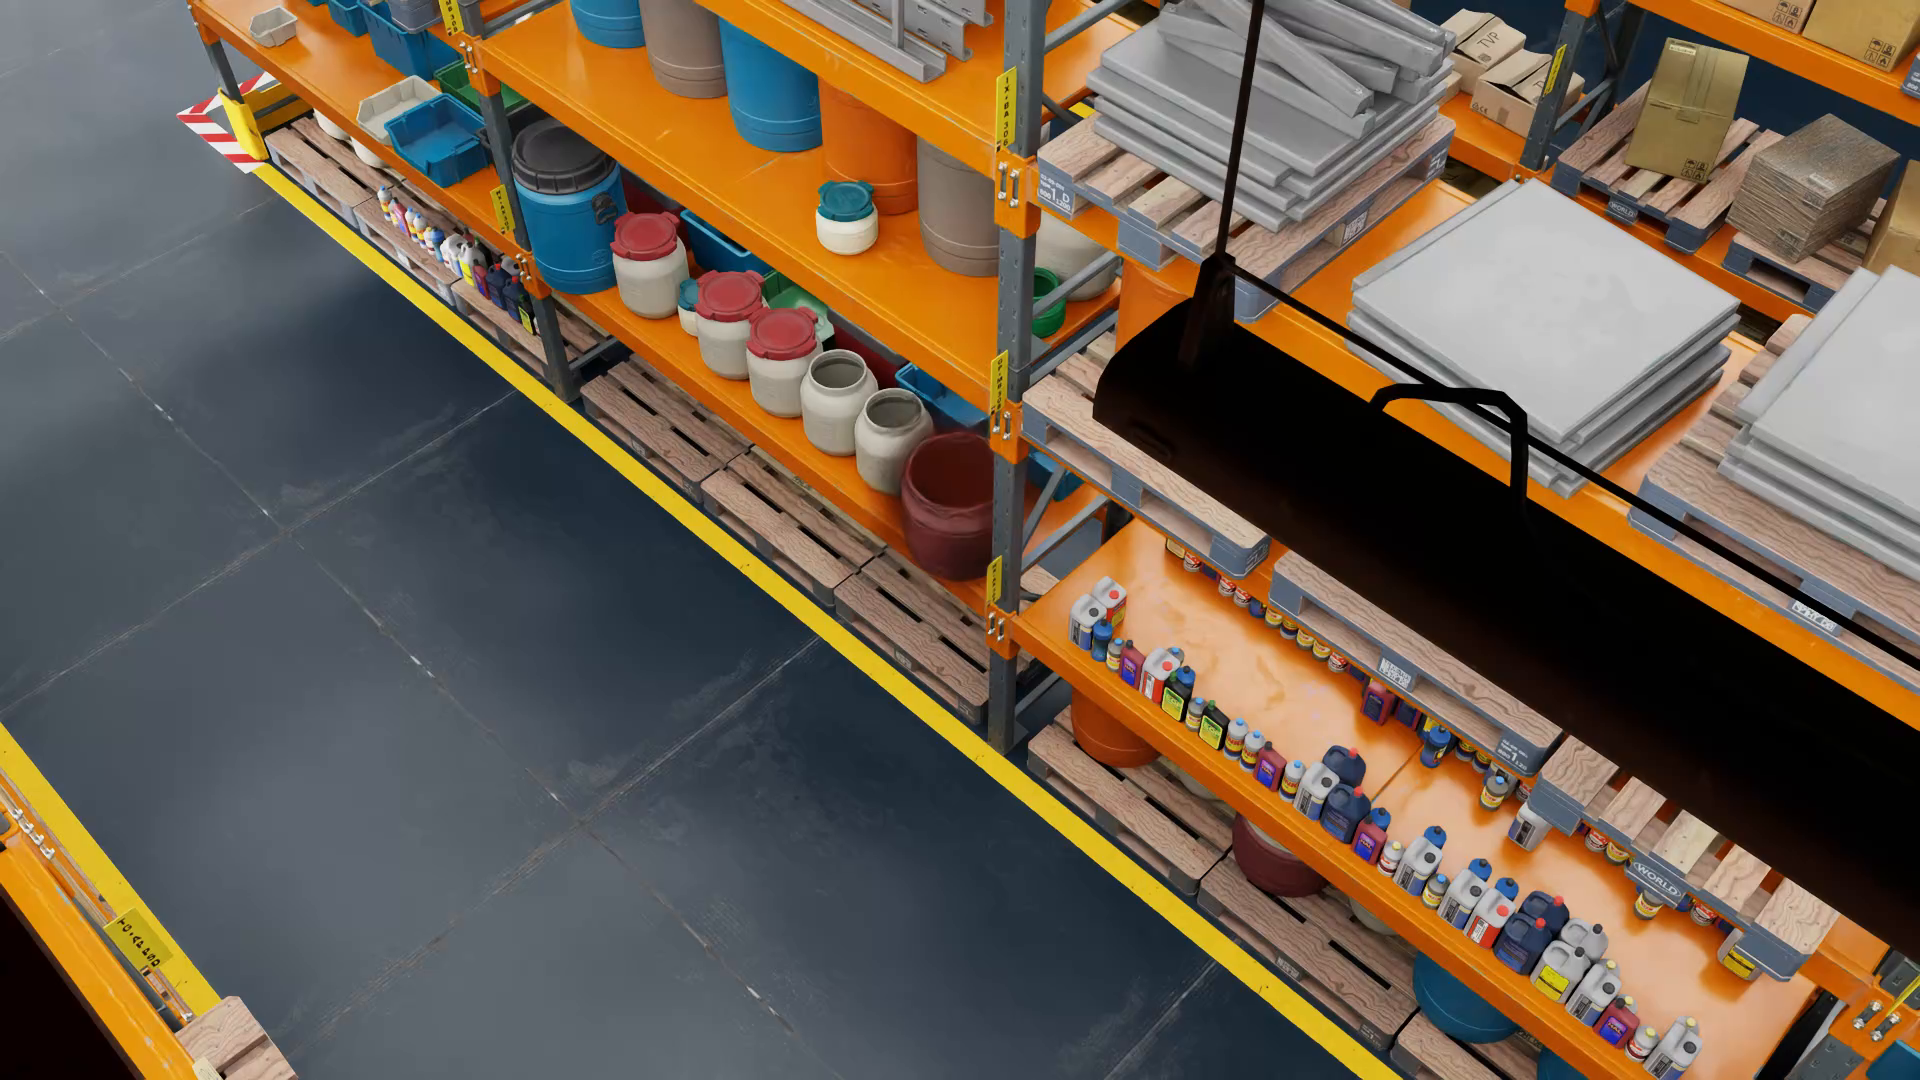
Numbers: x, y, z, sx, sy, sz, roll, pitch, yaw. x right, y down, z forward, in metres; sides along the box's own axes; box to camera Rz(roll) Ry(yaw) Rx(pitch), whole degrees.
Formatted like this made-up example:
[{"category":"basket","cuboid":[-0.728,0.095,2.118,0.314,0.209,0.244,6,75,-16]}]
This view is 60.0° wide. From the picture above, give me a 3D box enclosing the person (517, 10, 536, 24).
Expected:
[{"category":"person","cuboid":[-3.722,-4.877,13.472,0.681,1.571,0.636,26,55,20]}]
